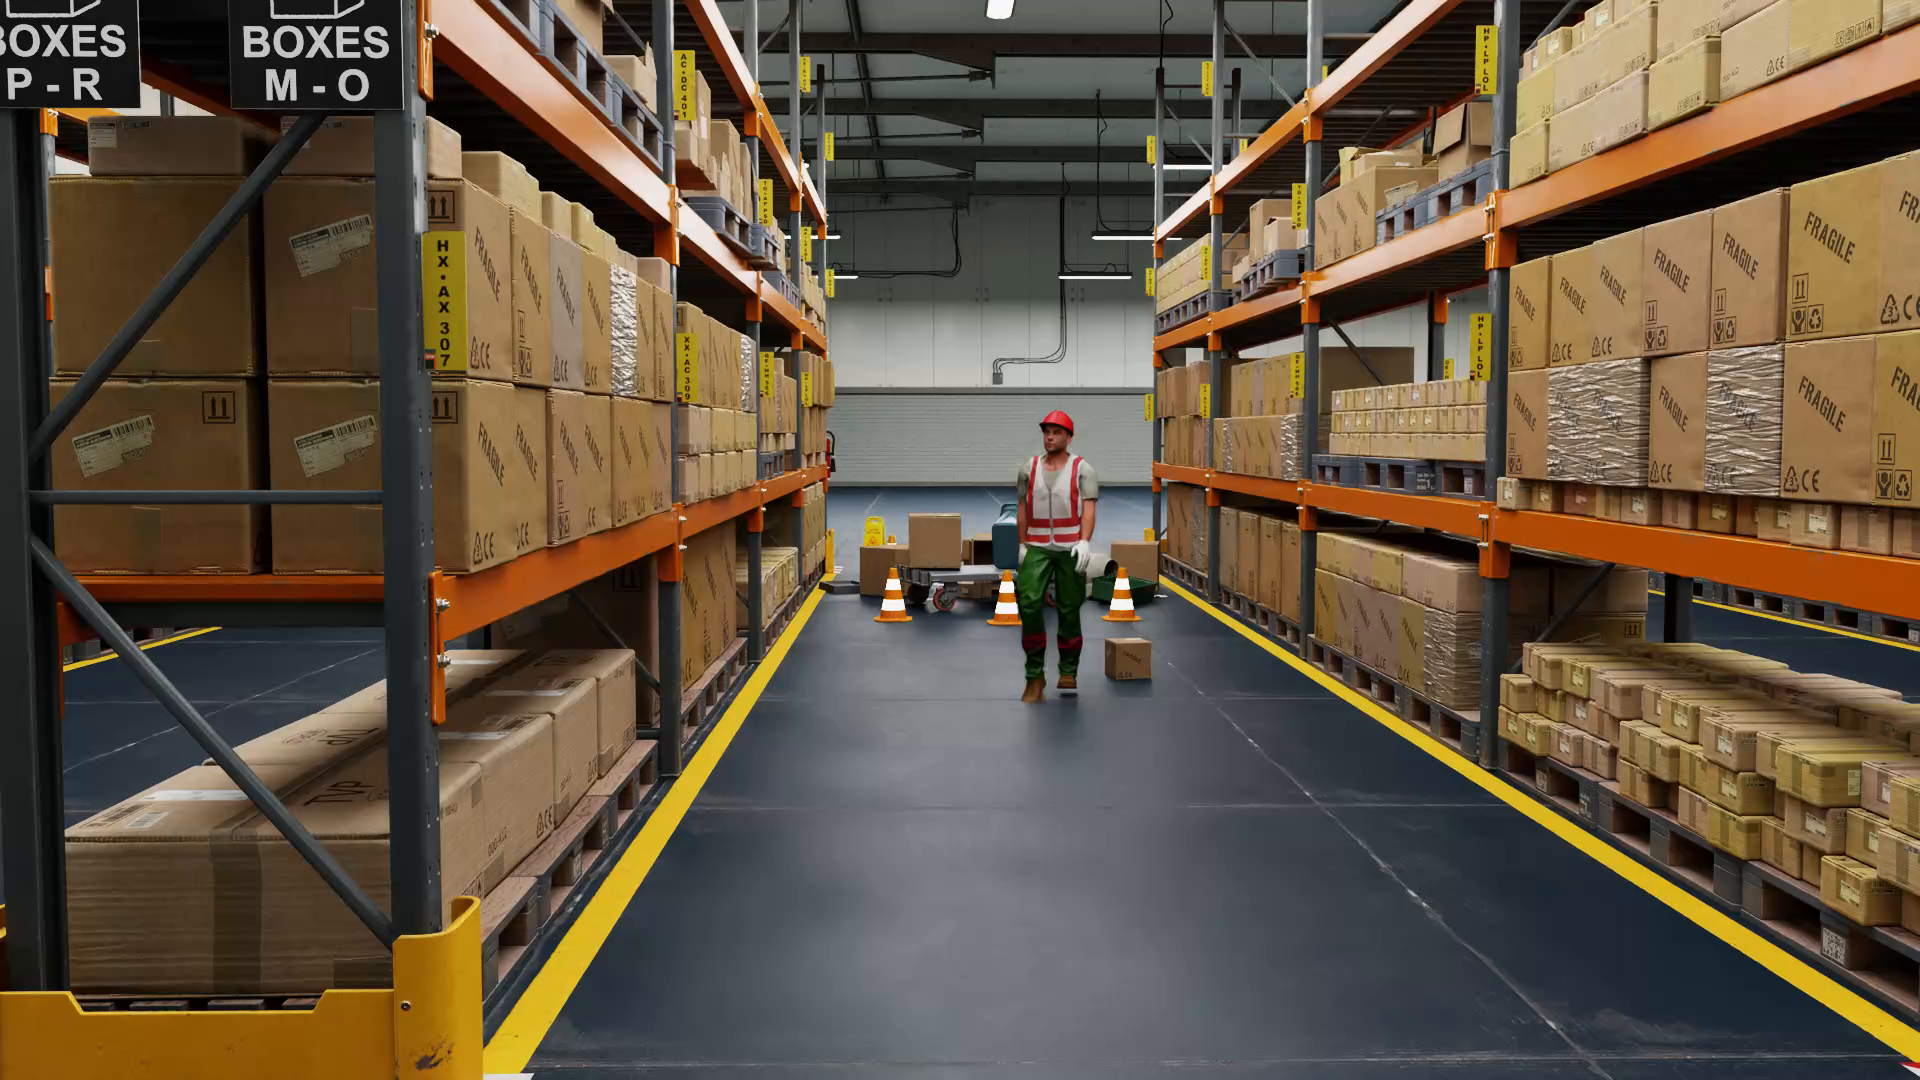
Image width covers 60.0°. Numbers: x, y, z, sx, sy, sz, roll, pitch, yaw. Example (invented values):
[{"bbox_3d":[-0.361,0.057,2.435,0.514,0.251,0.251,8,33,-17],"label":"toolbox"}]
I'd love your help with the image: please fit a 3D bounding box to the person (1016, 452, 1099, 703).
[{"bbox_3d":[0.598,0.230,10.468,0.537,1.600,0.592,1,4,14],"label":"person"}]
